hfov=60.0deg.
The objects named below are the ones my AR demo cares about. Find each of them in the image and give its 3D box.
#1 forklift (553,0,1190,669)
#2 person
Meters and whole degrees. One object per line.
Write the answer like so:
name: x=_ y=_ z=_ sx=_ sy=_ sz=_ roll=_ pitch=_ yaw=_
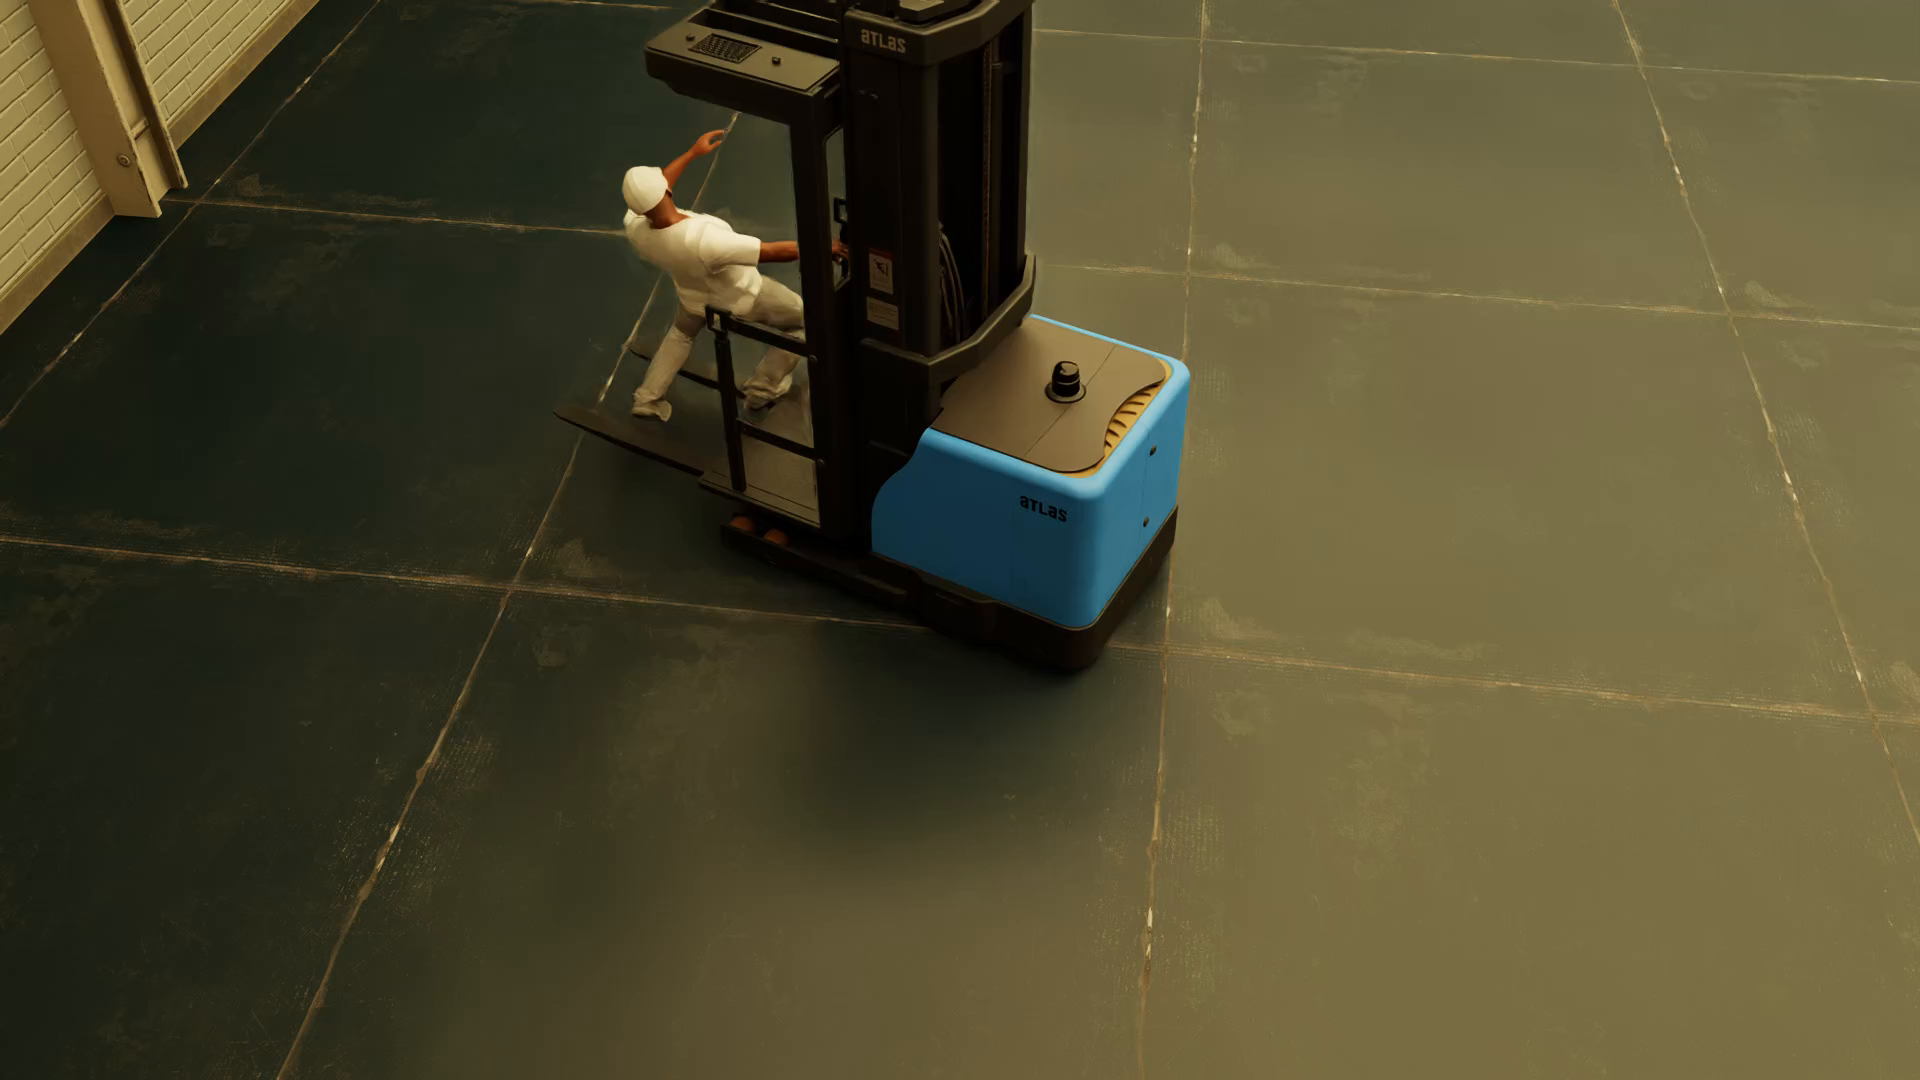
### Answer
forklift: x=-0.537 y=-1.252 z=7.087 sx=3.031 sy=2.935 sz=1.130 roll=21 pitch=46 yaw=21
person: x=-1.034 y=-1.198 z=7.961 sx=1.057 sy=1.502 sz=0.834 roll=14 pitch=44 yaw=15
